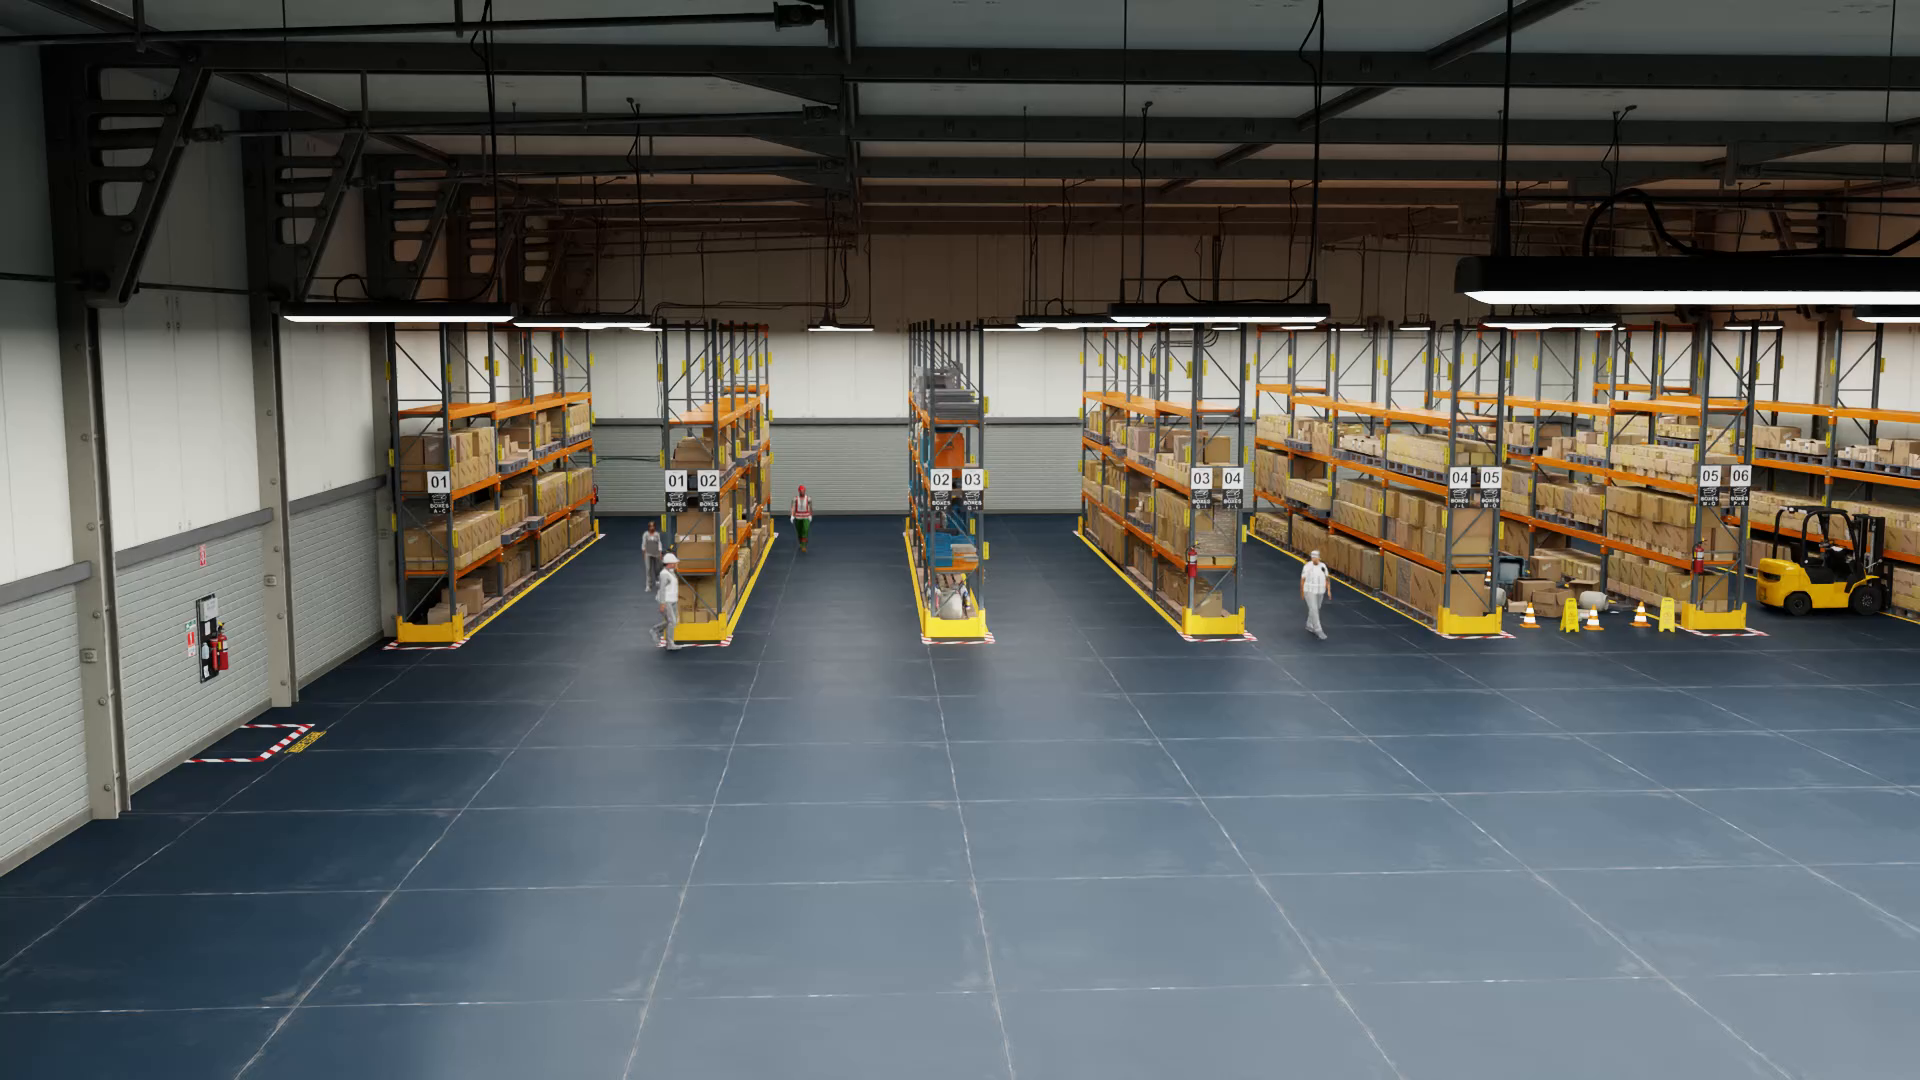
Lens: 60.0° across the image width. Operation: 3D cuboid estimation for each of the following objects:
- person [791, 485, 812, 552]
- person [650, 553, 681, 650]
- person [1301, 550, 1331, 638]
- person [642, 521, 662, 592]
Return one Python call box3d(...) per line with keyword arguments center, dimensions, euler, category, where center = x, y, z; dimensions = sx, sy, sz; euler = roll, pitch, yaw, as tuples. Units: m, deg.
box3d(center=(-4.189, -0.579, 43.908), dimensions=(0.552, 1.724, 1.067), euler=(0, 7, 0), category="person")
box3d(center=(-5.386, 1.106, 30.259), dimensions=(0.713, 1.756, 0.546), euler=(2, 7, 16), category="person")
box3d(center=(6.785, 0.998, 31.616), dimensions=(0.508, 1.623, 0.930), euler=(-2, 7, -16), category="person")
box3d(center=(-6.897, 0.341, 37.221), dimensions=(0.456, 1.540, 0.972), euler=(0, 7, -4), category="person")
